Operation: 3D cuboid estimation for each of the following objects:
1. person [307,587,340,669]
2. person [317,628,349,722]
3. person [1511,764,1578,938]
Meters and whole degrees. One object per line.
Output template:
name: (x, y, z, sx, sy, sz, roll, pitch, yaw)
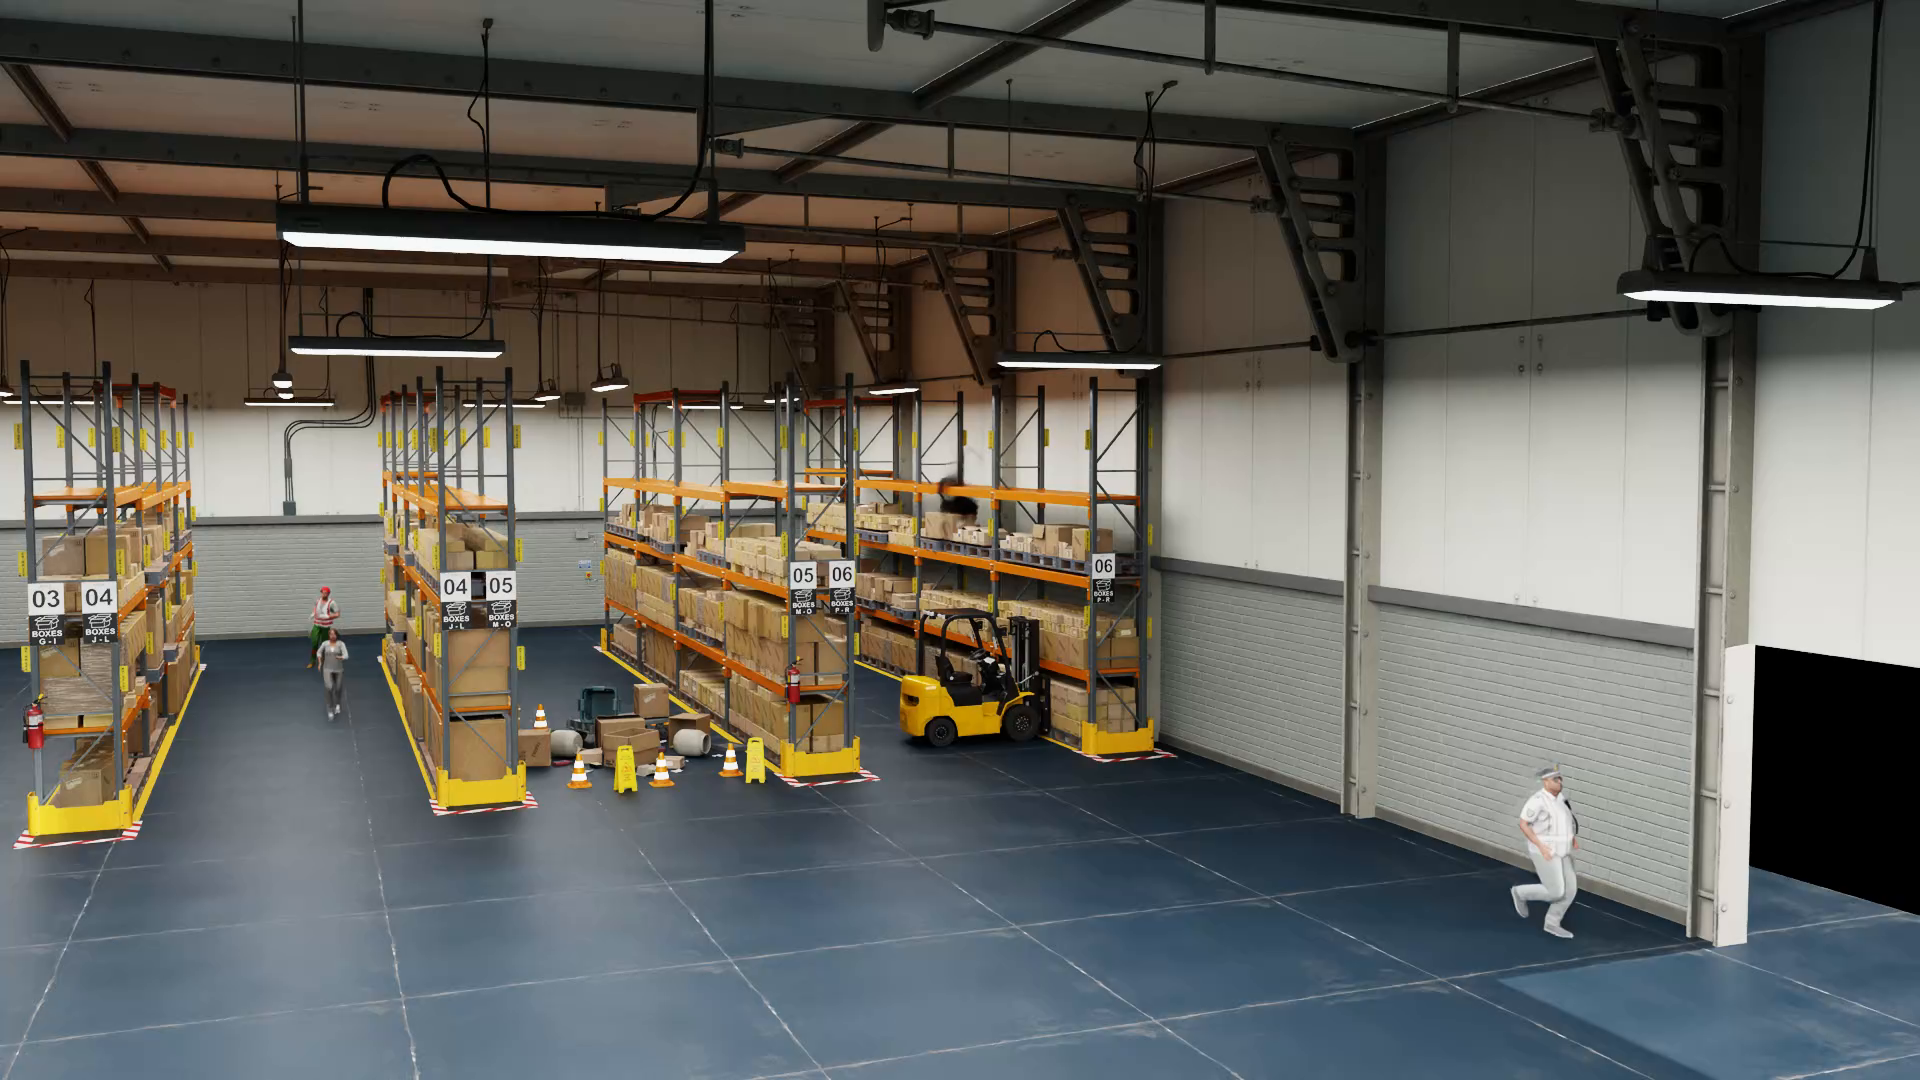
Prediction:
person: (-14.022, 1.916, 36.742, 0.685, 1.787, 0.938, 0, 3, 1)
person: (-11.264, 2.391, 29.886, 0.518, 1.630, 0.783, -2, 4, -24)
person: (5.957, 3.123, 16.873, 0.668, 1.738, 0.630, -2, 4, -35)
